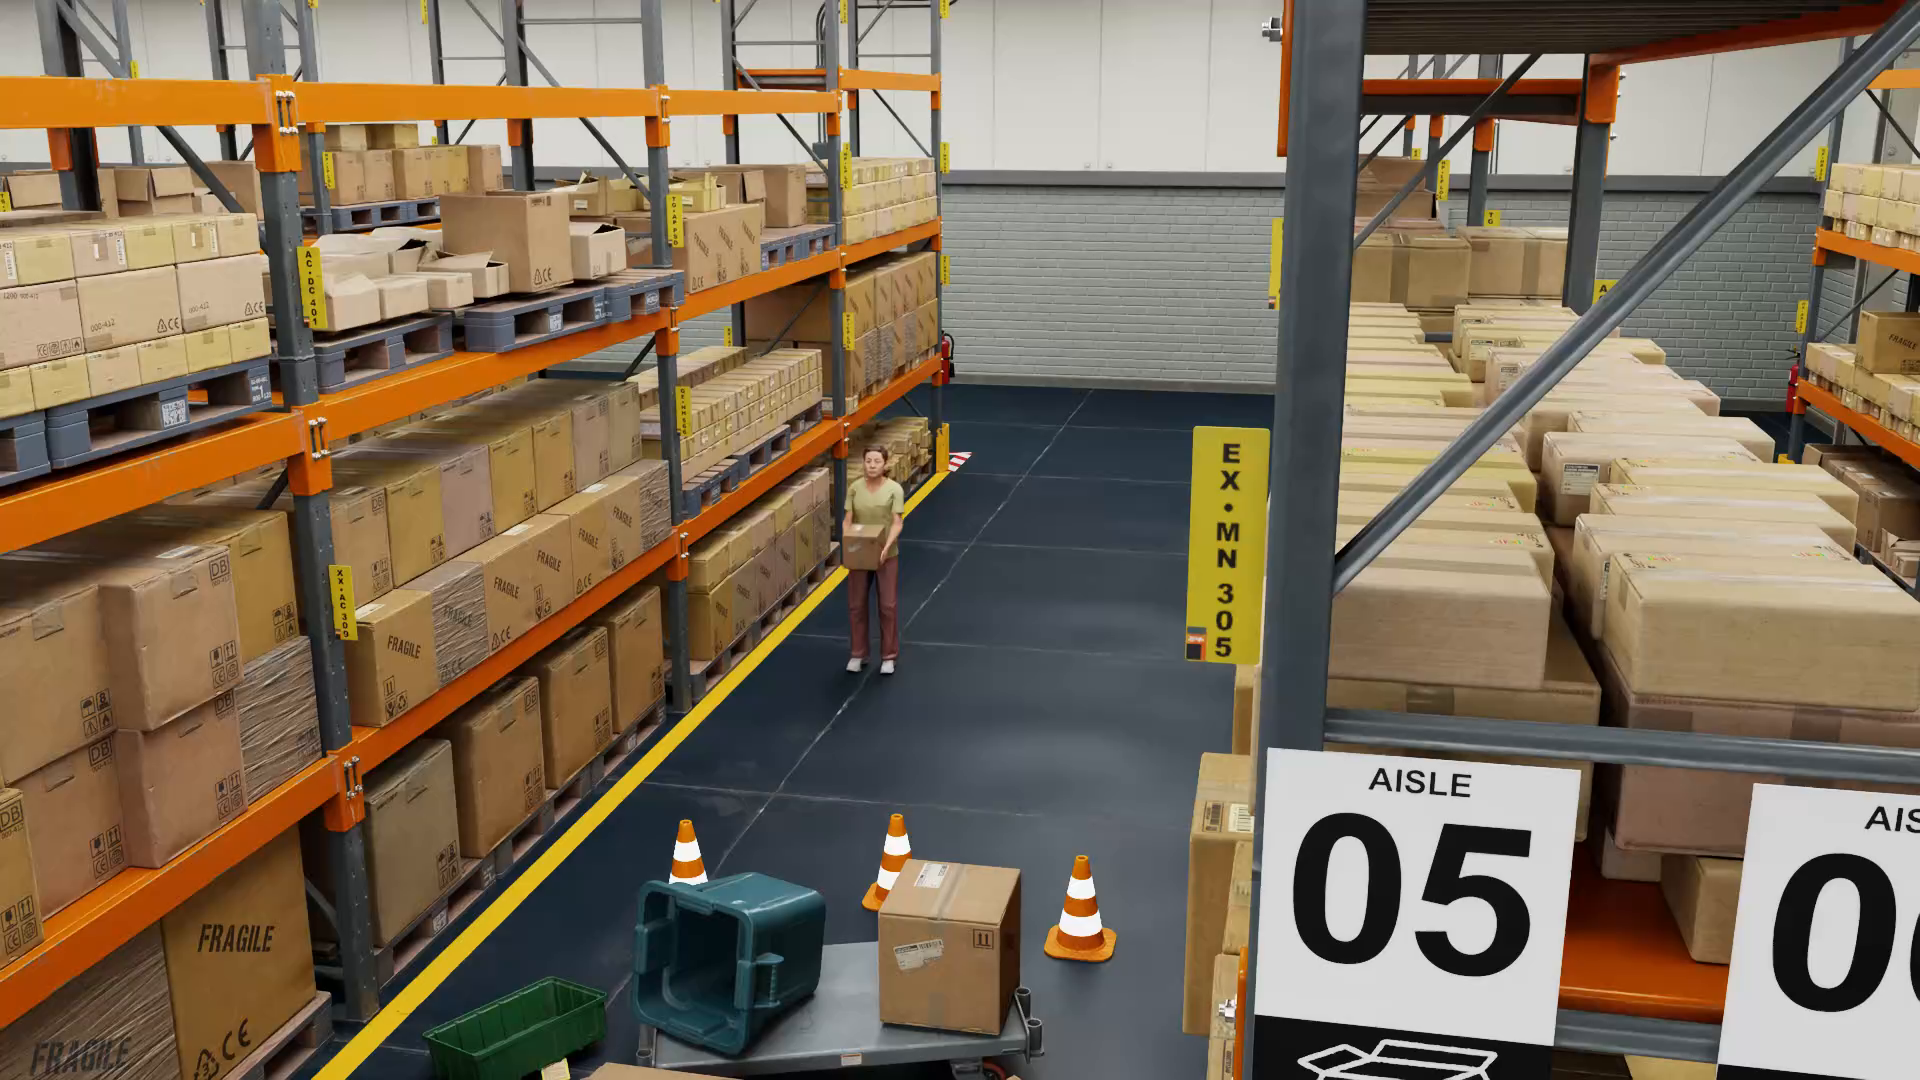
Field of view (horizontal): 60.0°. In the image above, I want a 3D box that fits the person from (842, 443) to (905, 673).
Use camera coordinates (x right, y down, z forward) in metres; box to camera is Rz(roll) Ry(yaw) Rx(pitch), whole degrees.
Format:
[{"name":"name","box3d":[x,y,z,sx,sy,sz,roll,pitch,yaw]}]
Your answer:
[{"name":"person","box3d":[-0.631,0.145,11.977,0.452,1.667,0.523,3,15,11]}]
